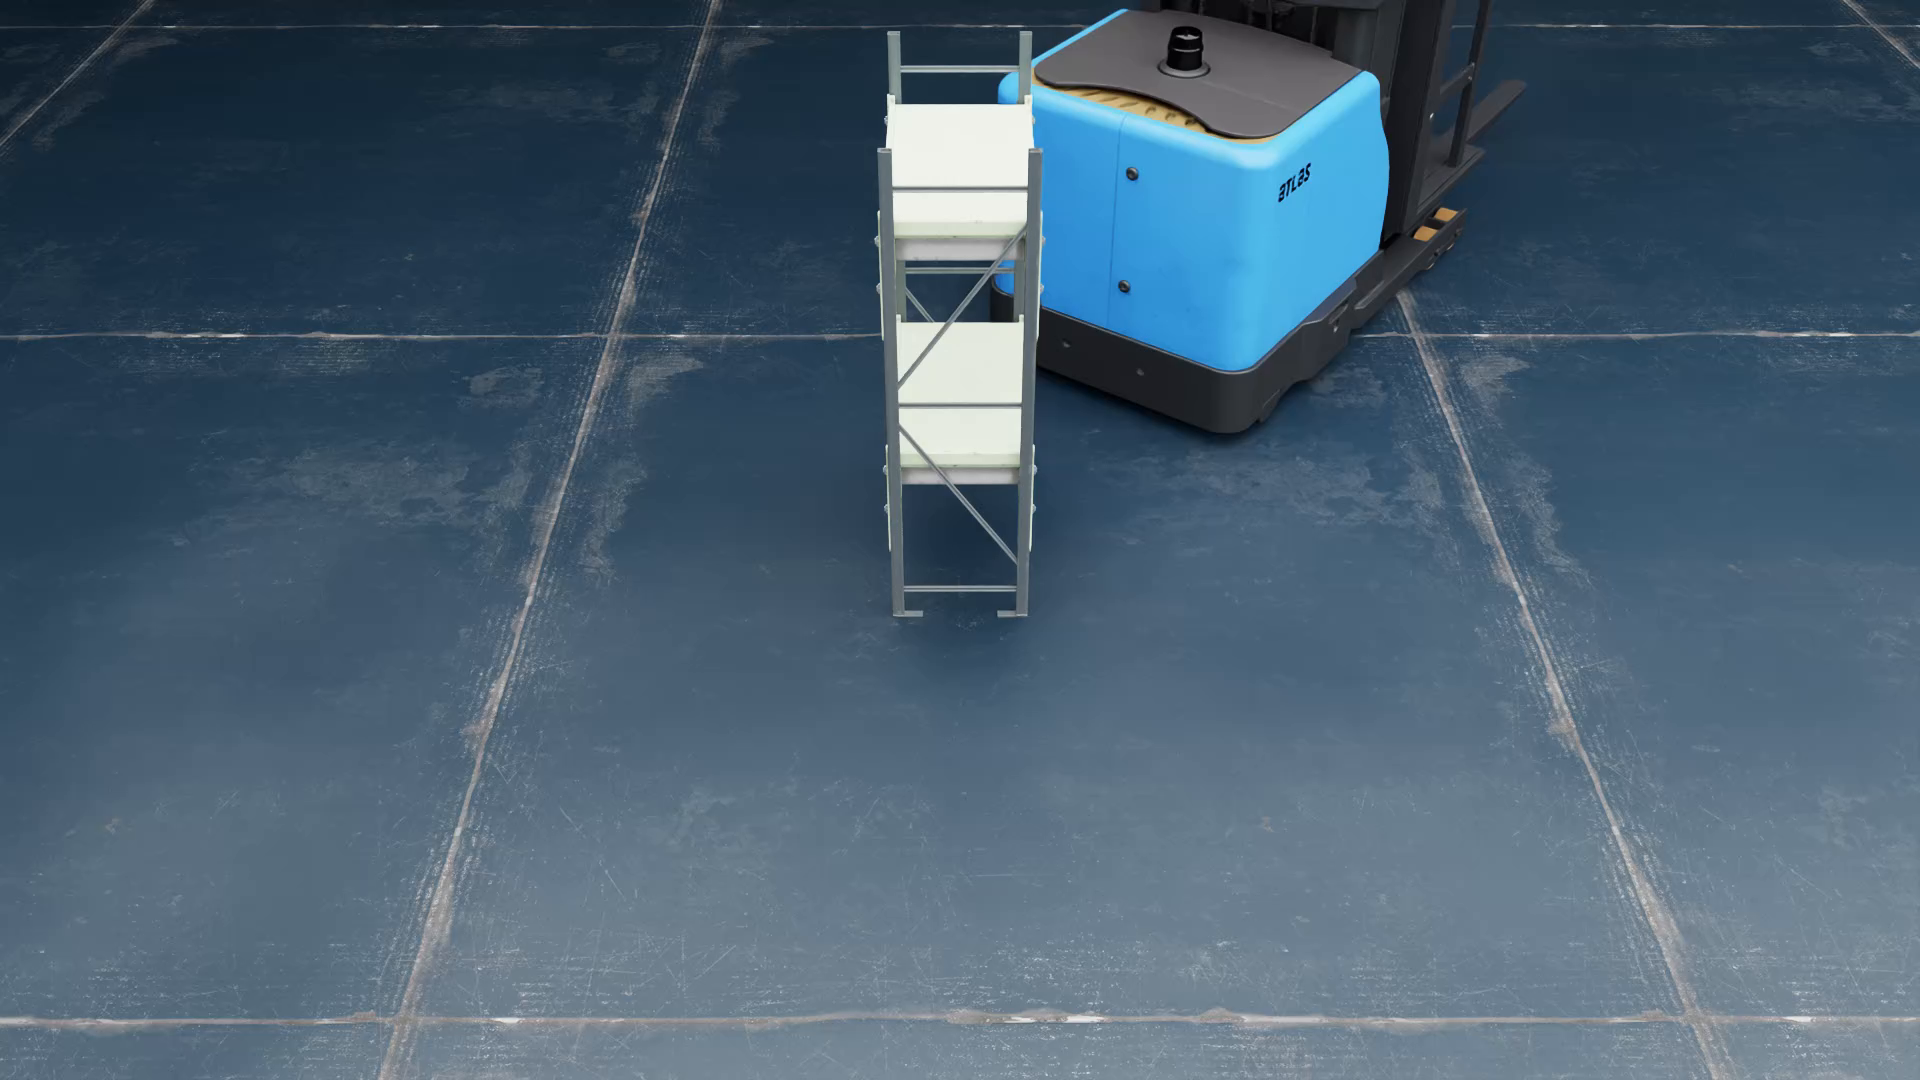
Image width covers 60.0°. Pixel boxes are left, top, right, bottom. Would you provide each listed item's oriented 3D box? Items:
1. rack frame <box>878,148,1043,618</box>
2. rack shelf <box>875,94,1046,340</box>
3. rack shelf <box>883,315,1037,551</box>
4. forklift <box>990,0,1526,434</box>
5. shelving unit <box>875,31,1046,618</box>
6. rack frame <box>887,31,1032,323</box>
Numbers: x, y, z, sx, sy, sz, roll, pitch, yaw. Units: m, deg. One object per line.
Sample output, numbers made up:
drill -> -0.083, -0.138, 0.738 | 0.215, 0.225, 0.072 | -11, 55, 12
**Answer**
rack frame -> 0.000, -0.361, 4.501 | 0.400, 1.500, 0.023 | 0, 39, 0
rack shelf -> 0.000, -0.894, 4.542 | 0.431, 0.370, 0.720 | 0, 39, 0
rack shelf -> 0.000, -0.335, 4.990 | 0.431, 0.370, 0.720 | 0, 39, 0
forklift -> 1.380, -2.376, 5.871 | 1.130, 2.935, 3.031 | 24, 45, 27
shelving unit -> 0.000, -0.589, 4.786 | 0.431, 1.500, 0.755 | 0, 39, 0
rack frame -> 0.000, -0.818, 5.072 | 0.400, 1.500, 0.023 | 0, 39, 0
